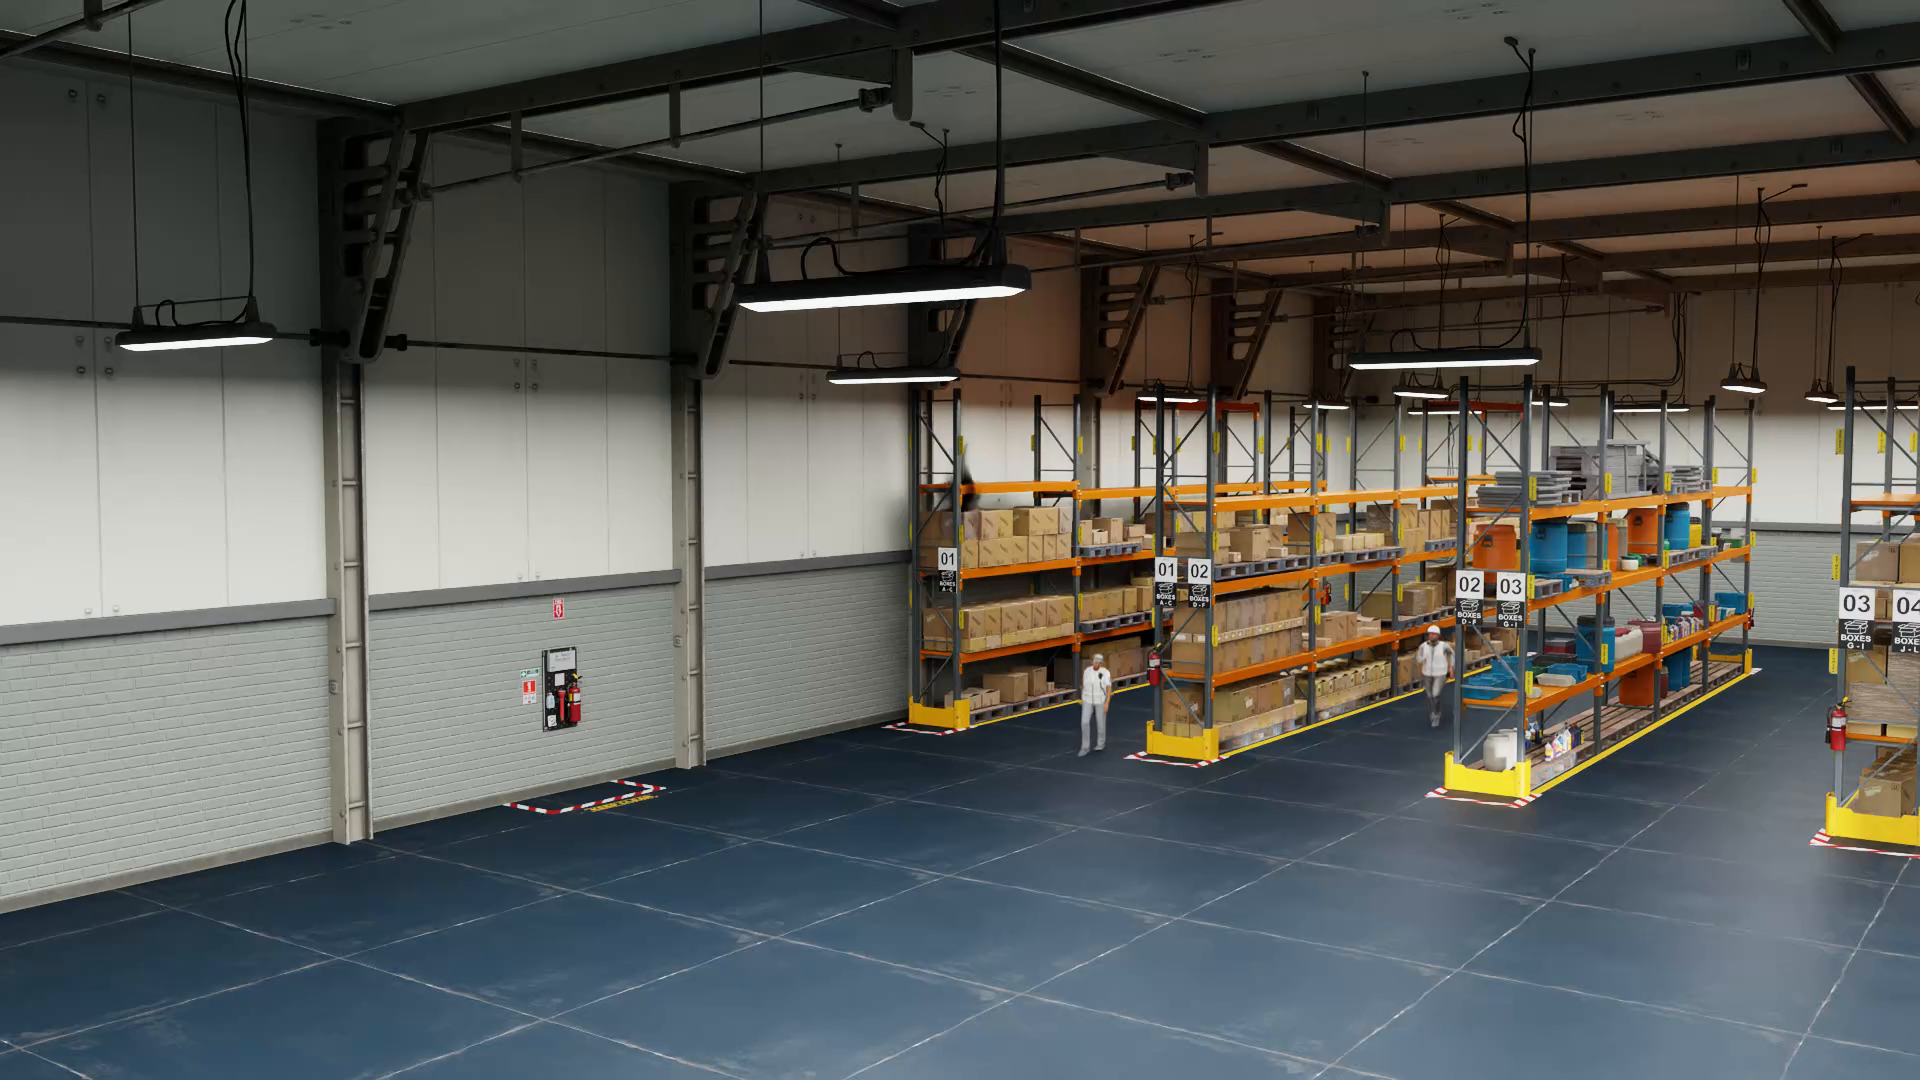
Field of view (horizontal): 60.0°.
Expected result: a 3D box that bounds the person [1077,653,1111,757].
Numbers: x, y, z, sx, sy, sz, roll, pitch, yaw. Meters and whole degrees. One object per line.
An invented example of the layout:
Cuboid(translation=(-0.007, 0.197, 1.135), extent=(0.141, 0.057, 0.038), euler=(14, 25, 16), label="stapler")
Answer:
Cuboid(translation=(2.194, 2.660, 27.016), extent=(0.537, 1.672, 0.790), euler=(1, 3, 12), label="person")

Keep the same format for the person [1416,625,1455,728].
Cuboid(translation=(8.464, 2.431, 29.673), extent=(0.637, 1.825, 0.830), euler=(2, 4, 31), label="person")
